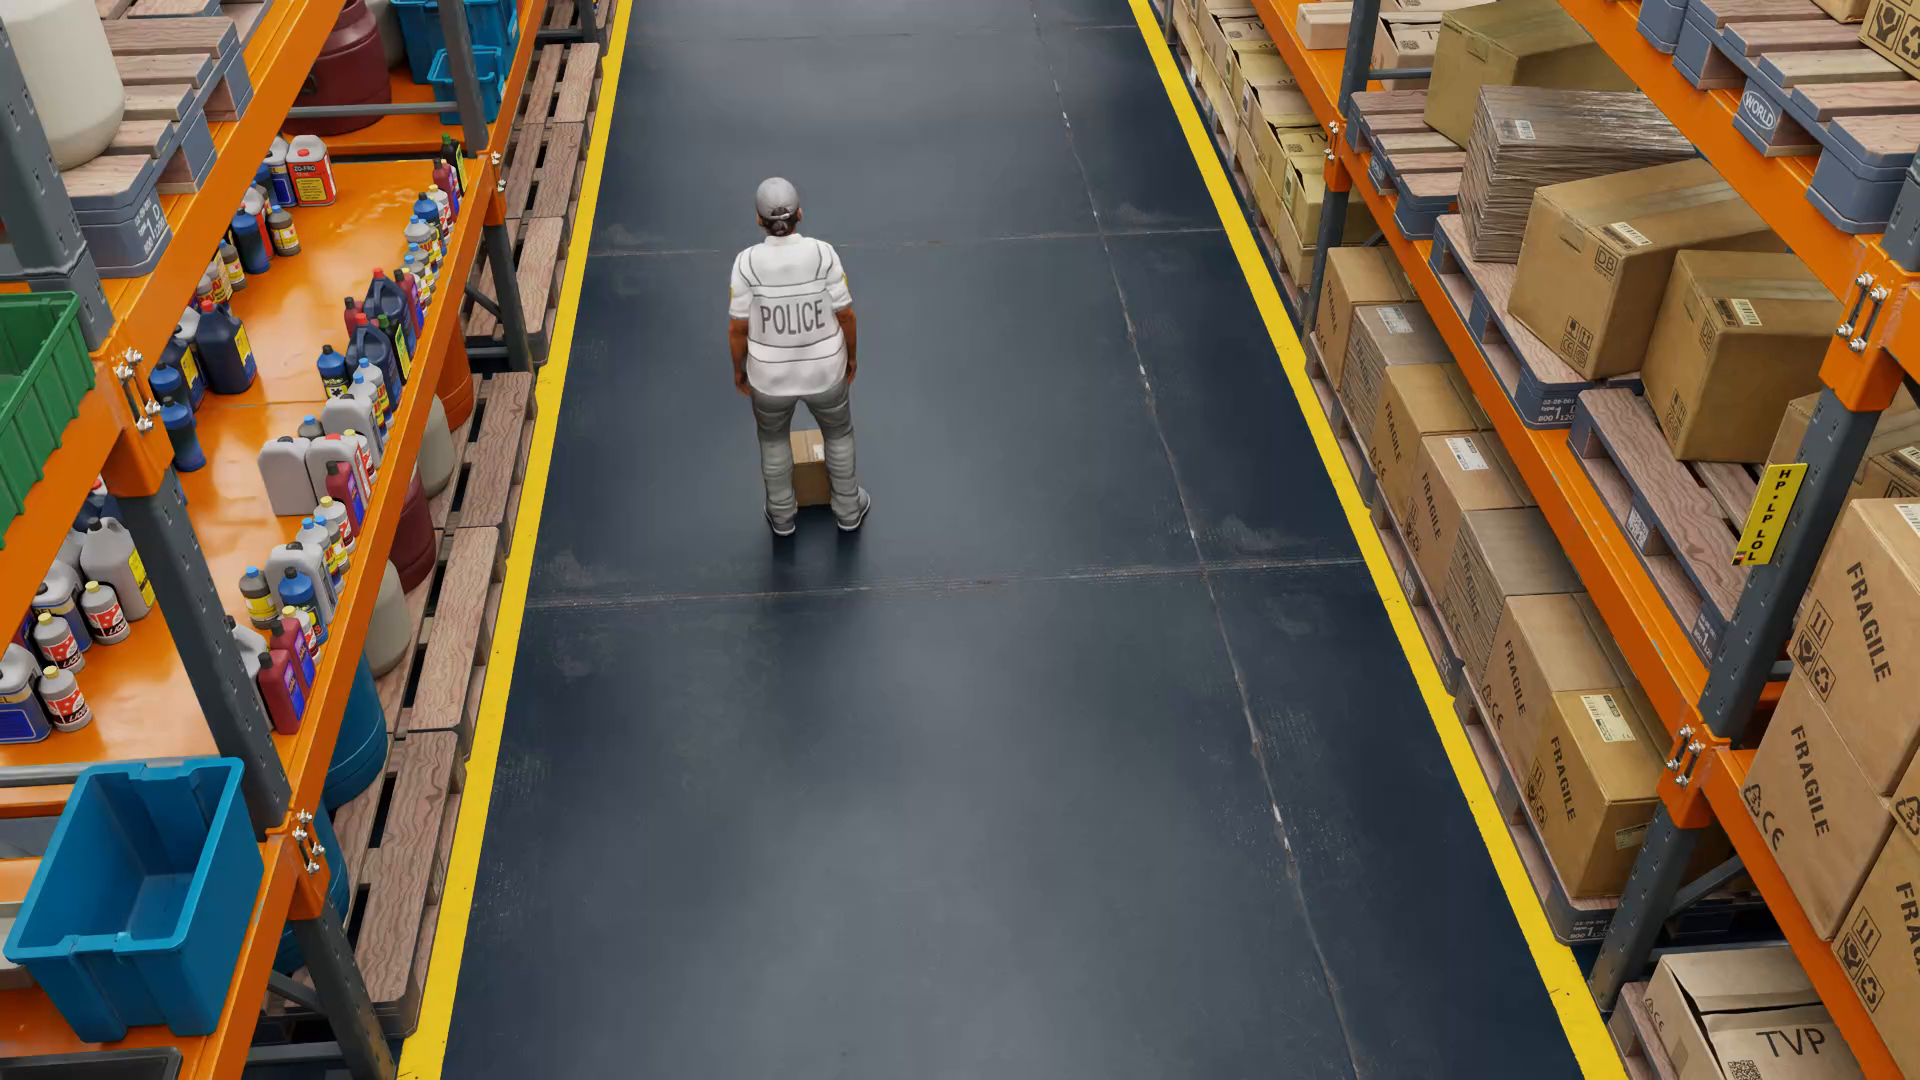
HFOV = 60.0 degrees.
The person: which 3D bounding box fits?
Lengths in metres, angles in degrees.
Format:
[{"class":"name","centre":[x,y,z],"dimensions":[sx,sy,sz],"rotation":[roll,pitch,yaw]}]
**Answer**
[{"class":"person","centre":[-0.684,-0.747,7.060],"dimensions":[0.563,1.666,0.456],"rotation":[-5,40,-7]}]
